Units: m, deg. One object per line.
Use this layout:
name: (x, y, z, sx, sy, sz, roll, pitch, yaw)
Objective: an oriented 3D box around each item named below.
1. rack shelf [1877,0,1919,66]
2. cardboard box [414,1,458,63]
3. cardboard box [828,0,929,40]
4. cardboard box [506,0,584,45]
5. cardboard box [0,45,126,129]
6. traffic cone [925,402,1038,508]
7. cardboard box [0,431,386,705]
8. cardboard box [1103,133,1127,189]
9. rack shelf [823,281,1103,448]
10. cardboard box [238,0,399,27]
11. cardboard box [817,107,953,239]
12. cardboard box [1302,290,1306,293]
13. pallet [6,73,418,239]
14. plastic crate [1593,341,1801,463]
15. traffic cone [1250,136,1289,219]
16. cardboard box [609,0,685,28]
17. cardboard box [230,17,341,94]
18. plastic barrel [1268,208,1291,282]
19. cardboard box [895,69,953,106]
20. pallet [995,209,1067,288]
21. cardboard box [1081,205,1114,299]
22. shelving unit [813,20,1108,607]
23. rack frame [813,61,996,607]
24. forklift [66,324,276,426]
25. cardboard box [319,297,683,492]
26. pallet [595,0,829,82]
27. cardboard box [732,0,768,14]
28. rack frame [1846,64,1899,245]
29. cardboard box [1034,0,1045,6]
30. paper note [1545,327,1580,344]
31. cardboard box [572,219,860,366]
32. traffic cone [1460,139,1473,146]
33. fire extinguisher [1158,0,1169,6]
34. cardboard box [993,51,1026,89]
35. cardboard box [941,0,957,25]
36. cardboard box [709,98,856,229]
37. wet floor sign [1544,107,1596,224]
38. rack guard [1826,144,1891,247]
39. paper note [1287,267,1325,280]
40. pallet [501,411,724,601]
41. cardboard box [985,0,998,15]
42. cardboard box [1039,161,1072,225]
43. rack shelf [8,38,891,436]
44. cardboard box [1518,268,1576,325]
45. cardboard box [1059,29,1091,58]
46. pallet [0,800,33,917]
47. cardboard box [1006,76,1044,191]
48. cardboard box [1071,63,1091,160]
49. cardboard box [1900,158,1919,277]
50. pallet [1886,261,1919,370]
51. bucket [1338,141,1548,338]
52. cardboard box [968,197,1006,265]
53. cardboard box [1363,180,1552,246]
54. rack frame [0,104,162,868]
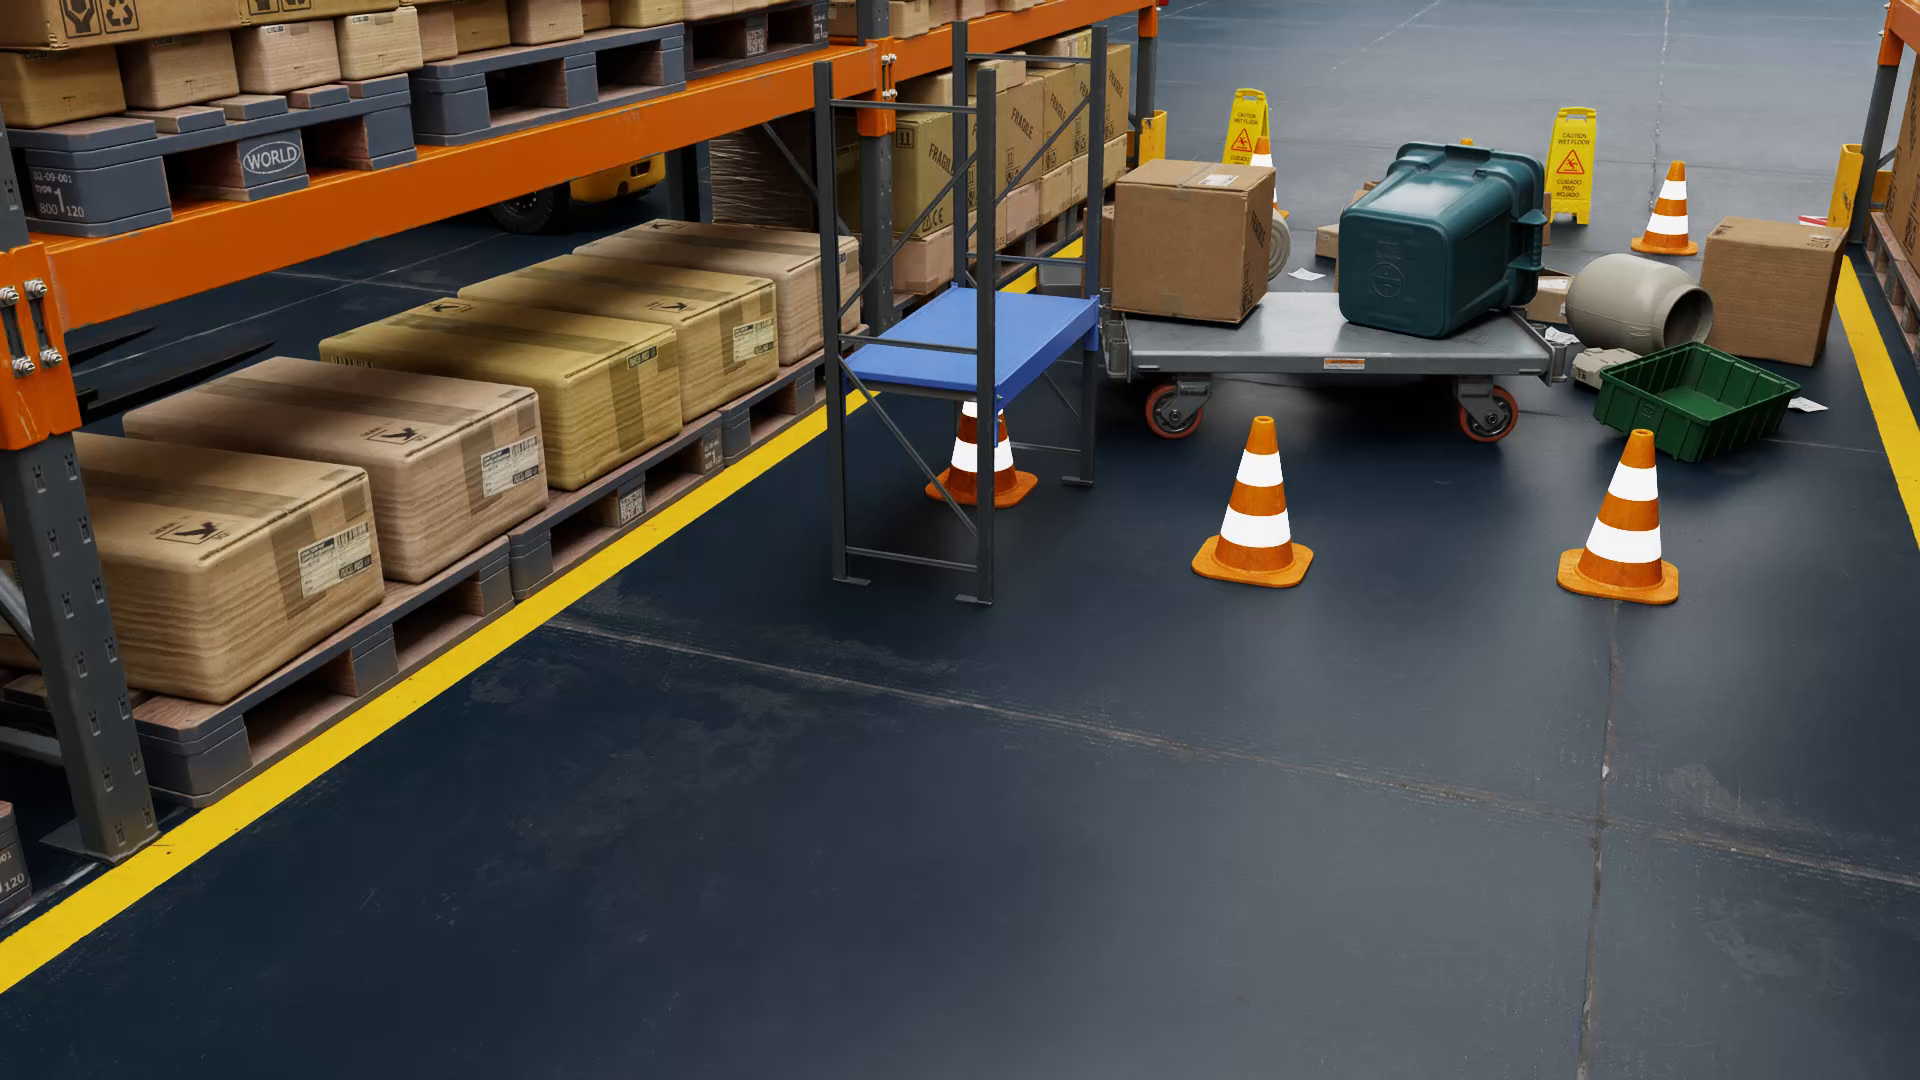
rack shelf: (4.612, -1.918, 6.883, 1.077, 0.370, 4.000, 9, 24, 20)
cardboard box: (-1.538, -1.323, 4.308, 0.380, 0.149, 0.250, 10, 25, 23)
cardboard box: (-0.350, -2.158, 6.850, 0.380, 0.149, 0.250, 9, 24, 20)
cardboard box: (-1.312, -1.514, 4.765, 0.380, 0.149, 0.250, 10, 25, 22)
cardboard box: (-1.957, -0.943, 3.397, 0.380, 0.149, 0.250, 7, 24, 17)
traffic cone: (0.074, -0.392, 5.588, 0.336, 0.463, 0.334, 9, 24, 20)
cardboard box: (-2.031, 0.043, 4.121, 0.950, 0.372, 0.625, 7, 24, 16)
cardboard box: (0.662, -2.227, 9.712, 0.500, 0.250, 0.500, 9, 24, 20)
rack shelf: (0.038, -0.561, 5.094, 0.538, 0.185, 1.000, 8, 25, 19)
cardboard box: (-1.682, -1.468, 3.812, 0.500, 0.500, 0.500, 10, 25, 23)
cardboard box: (-0.295, -1.650, 7.359, 0.500, 0.500, 0.500, 10, 25, 23)
cardboard box: (1.531, -0.929, 7.131, 0.258, 0.266, 0.396, -7, 24, -17)
pallet: (-2.085, -0.957, 3.899, 1.213, 0.211, 1.003, 9, 24, 20)
plastic crate: (2.717, -0.513, 6.160, 0.662, 0.188, 0.450, -17, 38, -35)
traffic cone: (1.759, -2.129, 9.747, 0.336, 0.463, 0.334, 9, 24, 20)
cardboard box: (-1.092, -1.698, 5.204, 0.380, 0.149, 0.250, 9, 24, 20)
cardboard box: (-1.677, -1.131, 3.846, 0.380, 0.149, 0.250, 7, 24, 17)
plastic barrel: (1.359, -1.494, 8.276, 0.421, 0.421, 0.512, -12, 25, -26)
cardboard box: (-0.193, -1.986, 7.320, 0.380, 0.149, 0.250, 9, 24, 21)
pallet: (-0.096, -1.604, 8.815, 1.003, 0.211, 1.213, 9, 24, 20)
cardboard box: (0.897, -1.243, 7.574, 0.500, 0.500, 0.500, -12, 25, -26)
shelving unit: (0.037, -0.726, 5.023, 0.538, 1.500, 1.048, 8, 25, 19)
rack frame: (-0.143, -0.536, 4.587, 0.500, 1.500, 0.032, 8, 25, 19)
forklift: (-3.538, -1.431, 4.874, 1.130, 2.935, 3.031, 8, 24, 19)
cardboard box: (-1.478, -0.493, 5.403, 0.950, 0.372, 0.625, 10, 25, 22)
pallet: (-1.184, -1.866, 6.073, 1.003, 0.211, 1.213, 9, 24, 20)
cardboard box: (-0.876, -1.872, 5.620, 0.380, 0.149, 0.250, 8, 24, 19)
rack frame: (5.354, -2.966, 8.458, 1.000, 3.000, 0.127, 9, 24, 20)
cardboard box: (0.202, -2.708, 8.168, 0.380, 0.149, 0.250, 9, 24, 20)
paper note: (2.674, -0.909, 7.396, 0.172, 0.023, 0.155, 19, 29, 38)
cardboard box: (-0.957, -1.000, 6.617, 0.950, 0.372, 0.625, 9, 24, 21)
traffic cone: (2.916, -2.092, 9.658, 0.336, 0.463, 0.334, 9, 24, 20)
fire extinguisher: (1.191, -3.577, 10.023, 0.296, 0.674, 0.183, 9, 24, 20)
cardboard box: (0.094, -2.267, 7.993, 0.380, 0.149, 0.250, 10, 25, 23)
cardboard box: (-0.234, -2.355, 7.322, 0.380, 0.149, 0.250, 9, 24, 20)
cardboard box: (-0.794, -1.728, 7.545, 0.500, 0.500, 0.500, 8, 24, 19)
wet floor sign: (3.527, -2.173, 9.615, 0.267, 0.644, 0.232, 5, 23, 11)
rack guard: (5.363, -1.821, 8.961, 1.175, 0.500, 0.348, 9, 24, 20)
paper note: (1.763, -1.357, 8.474, 0.148, 0.019, 0.142, 19, 29, 38)
pallet: (-1.504, -0.203, 5.463, 1.003, 0.211, 1.213, 9, 24, 20)
cardboard box: (-0.040, -2.538, 7.761, 0.380, 0.149, 0.250, 9, 24, 20)
cardboard box: (0.282, -1.863, 8.841, 0.500, 0.250, 0.500, 8, 24, 18)
rack shelf: (-1.508, -1.159, 5.067, 1.077, 0.370, 4.000, 9, 24, 20)
cardboard box: (2.797, -1.151, 7.662, 0.396, 0.266, 0.258, 13, 26, 29)
cardboard box: (0.495, -2.654, 8.920, 0.380, 0.149, 0.250, 9, 24, 21)
pallet: (-2.613, 0.783, 3.102, 1.003, 0.211, 1.213, 9, 24, 20)
cardboard box: (0.087, -2.029, 8.265, 0.500, 0.500, 0.500, 10, 25, 23)
cardboard box: (0.475, -2.398, 9.149, 0.500, 0.500, 0.500, 10, 25, 22)
cardboard box: (4.839, -1.612, 7.429, 0.875, 0.875, 0.875, 8, 24, 19)
pallet: (4.675, -0.947, 7.242, 1.003, 0.211, 1.213, 9, 24, 20)
bucket: (1.779, -1.104, 6.276, 0.726, 0.611, 0.620, 19, 39, 38)
cardboard box: (-0.107, -1.497, 7.965, 0.500, 0.250, 0.500, 10, 25, 23)
cardboard box: (2.419, -1.495, 8.177, 0.797, 0.503, 0.637, -7, 24, -17)
rack frame: (-2.251, -0.775, 3.215, 1.000, 3.000, 0.127, 9, 24, 20)
